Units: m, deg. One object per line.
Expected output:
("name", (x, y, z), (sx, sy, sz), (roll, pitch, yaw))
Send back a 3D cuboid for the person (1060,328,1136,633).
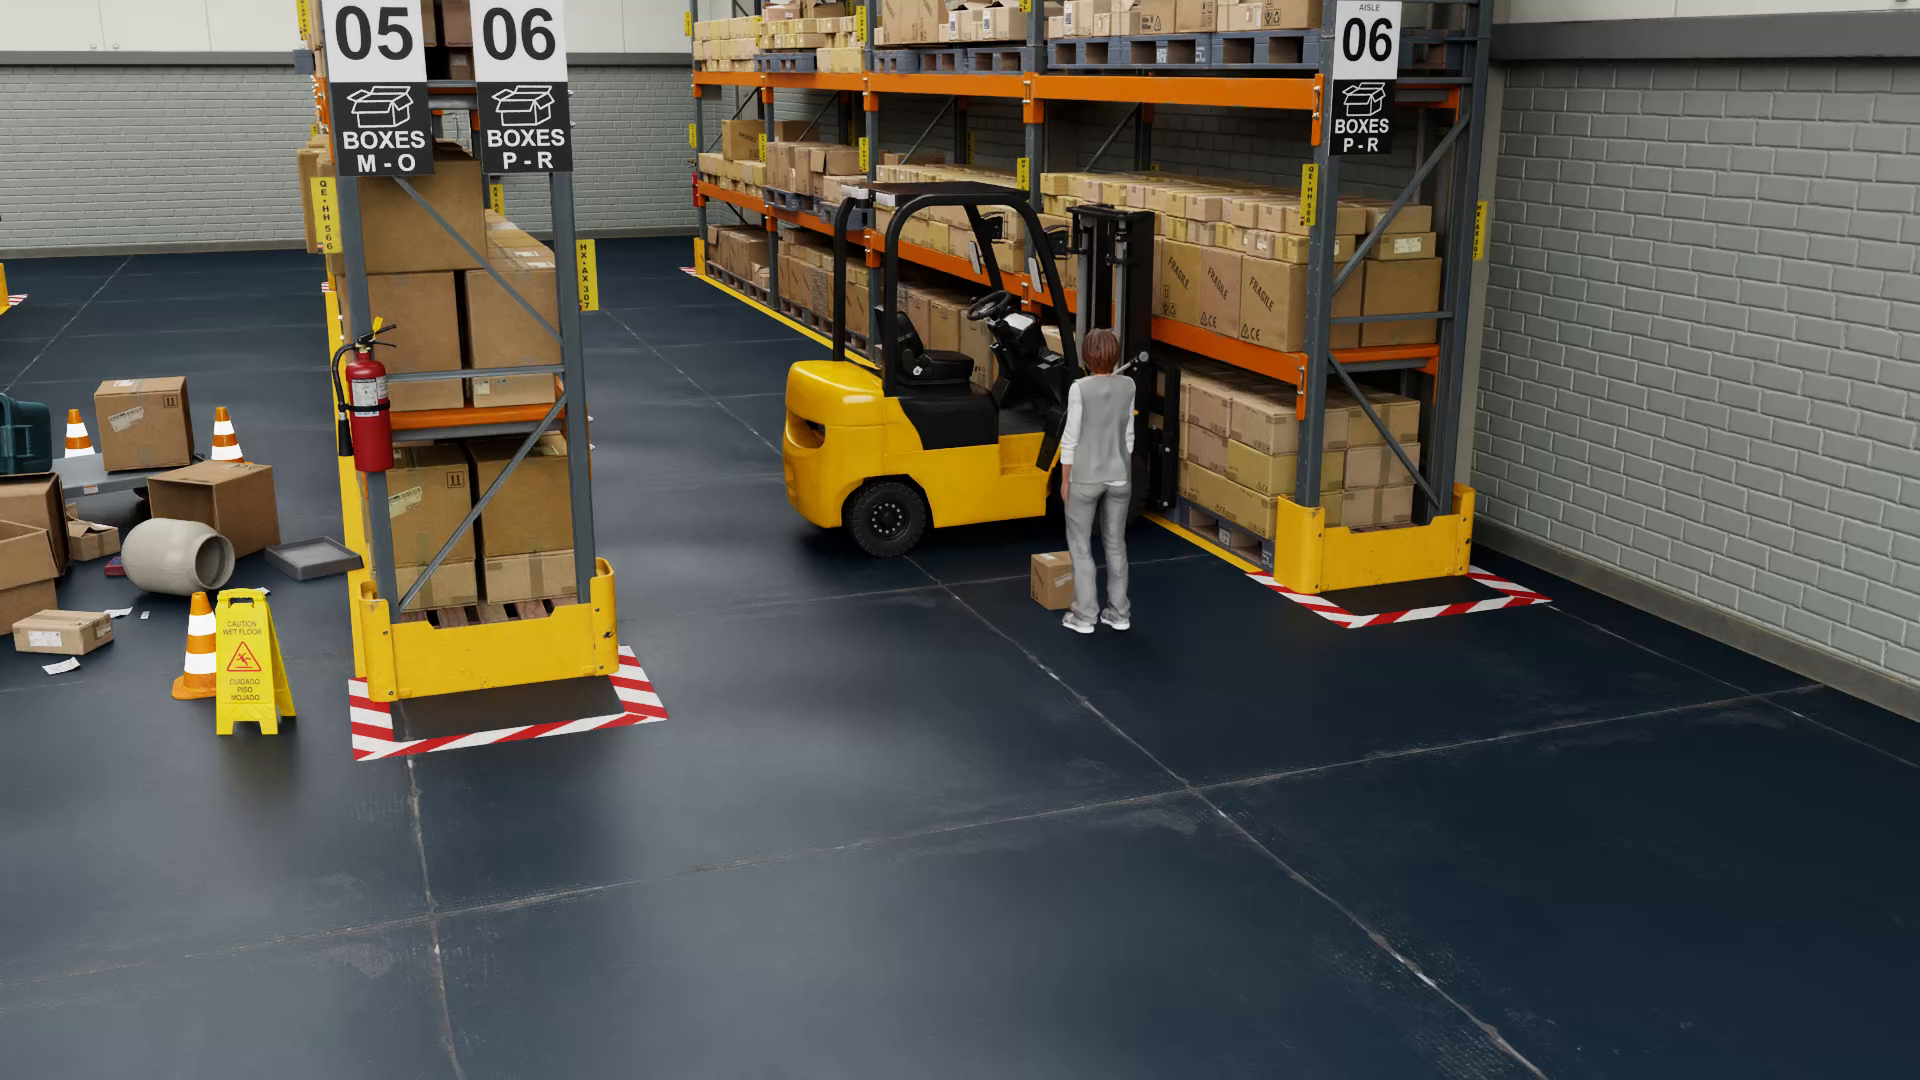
("person", (0.705, -0.298, 8.608), (0.407, 1.594, 0.308), (-6, 17, -19))
